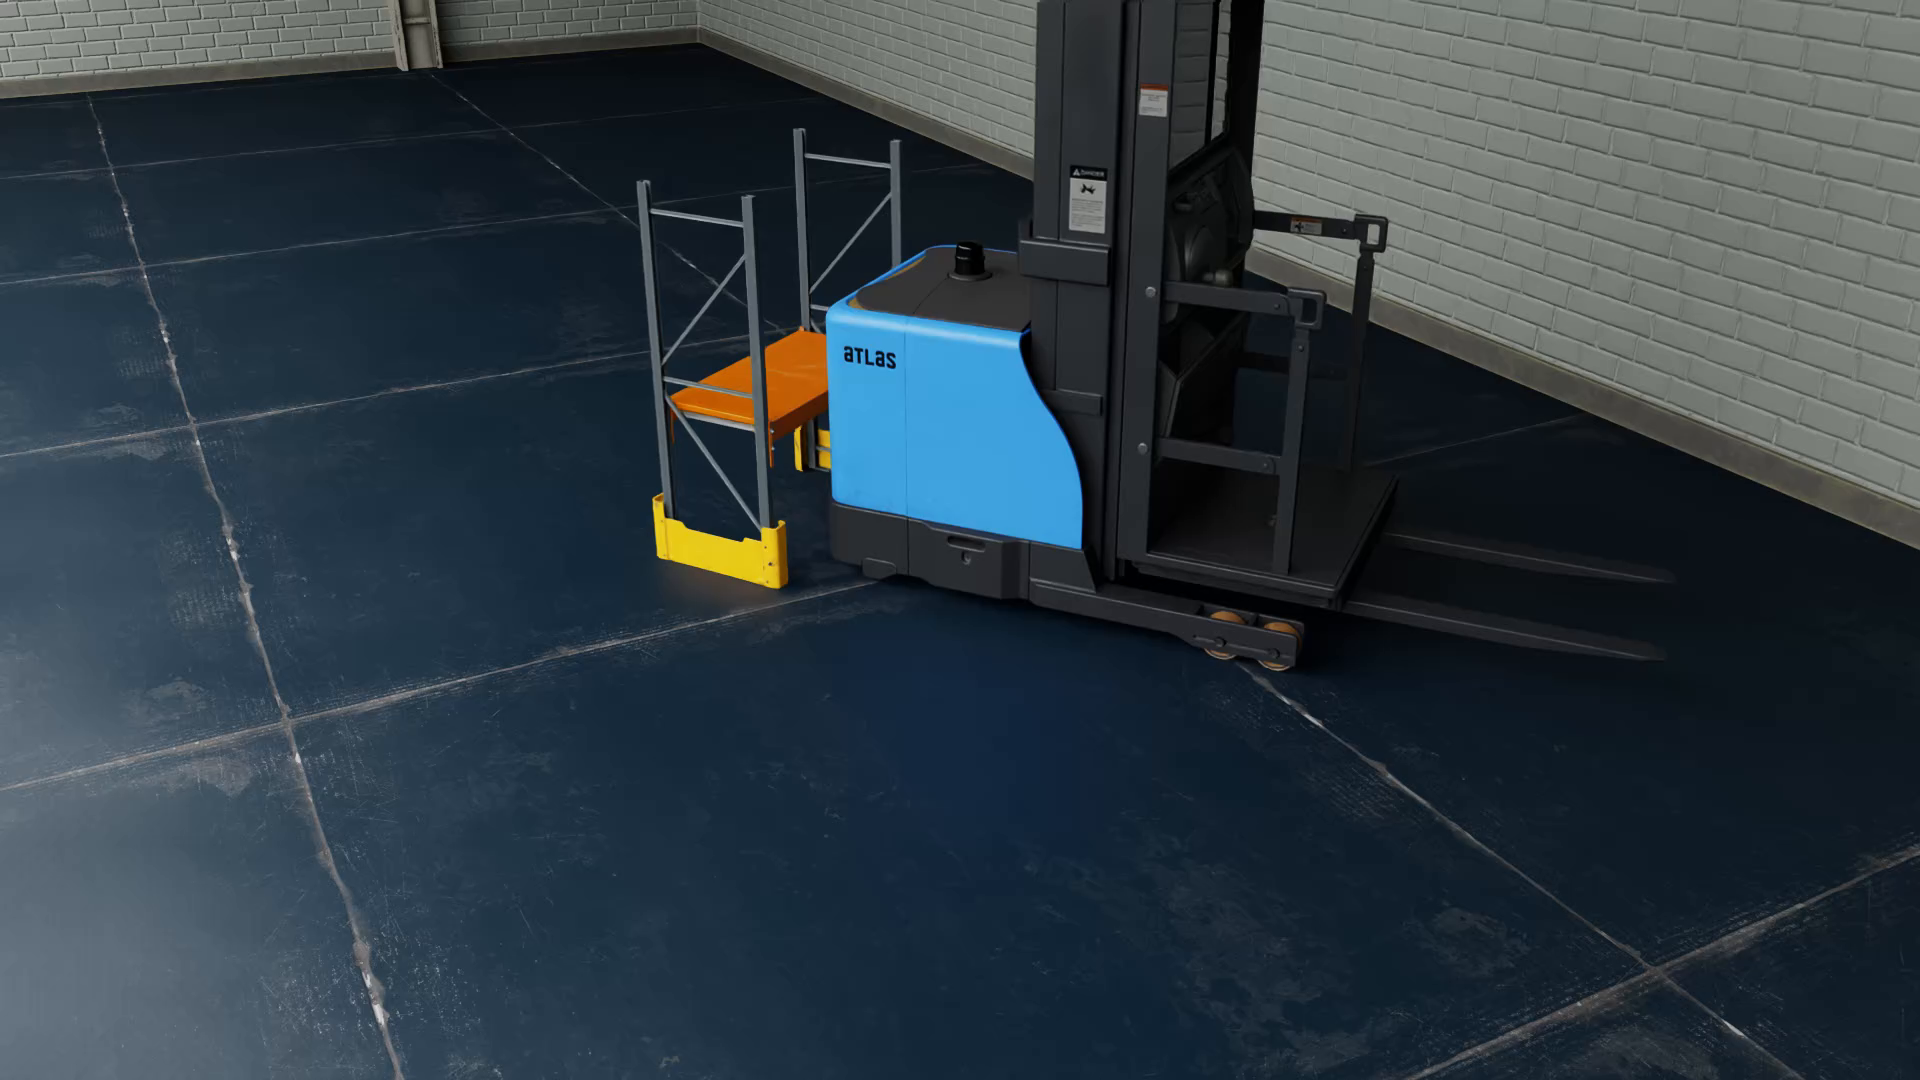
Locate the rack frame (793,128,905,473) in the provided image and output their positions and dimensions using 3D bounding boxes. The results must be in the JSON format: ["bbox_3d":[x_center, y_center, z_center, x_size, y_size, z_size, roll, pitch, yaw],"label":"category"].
[{"bbox_3d":[-0.452,-0.951,6.998,0.500,1.500,0.032,13,29,25],"label":"rack frame"}]

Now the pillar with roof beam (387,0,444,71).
[{"bbox_3d":[-3.352,-7.126,11.195,0.400,9.000,9.100,-13,29,-25],"label":"pillar with roof beam"}]

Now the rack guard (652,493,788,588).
[{"bbox_3d":[-0.933,0.000,6.462,0.587,0.250,0.087,13,29,25],"label":"rack guard"}]

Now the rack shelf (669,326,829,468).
[{"bbox_3d":[-0.692,-0.595,6.672,0.538,0.185,1.000,13,29,25],"label":"rack shelf"}]

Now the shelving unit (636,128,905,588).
[{"bbox_3d":[-0.697,-0.754,6.587,0.587,1.500,1.083,13,29,25],"label":"shelving unit"}]

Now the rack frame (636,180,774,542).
[{"bbox_3d":[-0.933,-0.563,6.191,0.500,1.500,0.032,13,29,25],"label":"rack frame"}]

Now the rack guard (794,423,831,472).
[{"bbox_3d":[-0.461,-0.380,7.253,0.587,0.250,0.087,13,29,25],"label":"rack guard"}]

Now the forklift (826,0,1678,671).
[{"bbox_3d":[1.056,-1.127,5.711,3.031,2.935,1.130,11,28,22],"label":"forklift"}]
